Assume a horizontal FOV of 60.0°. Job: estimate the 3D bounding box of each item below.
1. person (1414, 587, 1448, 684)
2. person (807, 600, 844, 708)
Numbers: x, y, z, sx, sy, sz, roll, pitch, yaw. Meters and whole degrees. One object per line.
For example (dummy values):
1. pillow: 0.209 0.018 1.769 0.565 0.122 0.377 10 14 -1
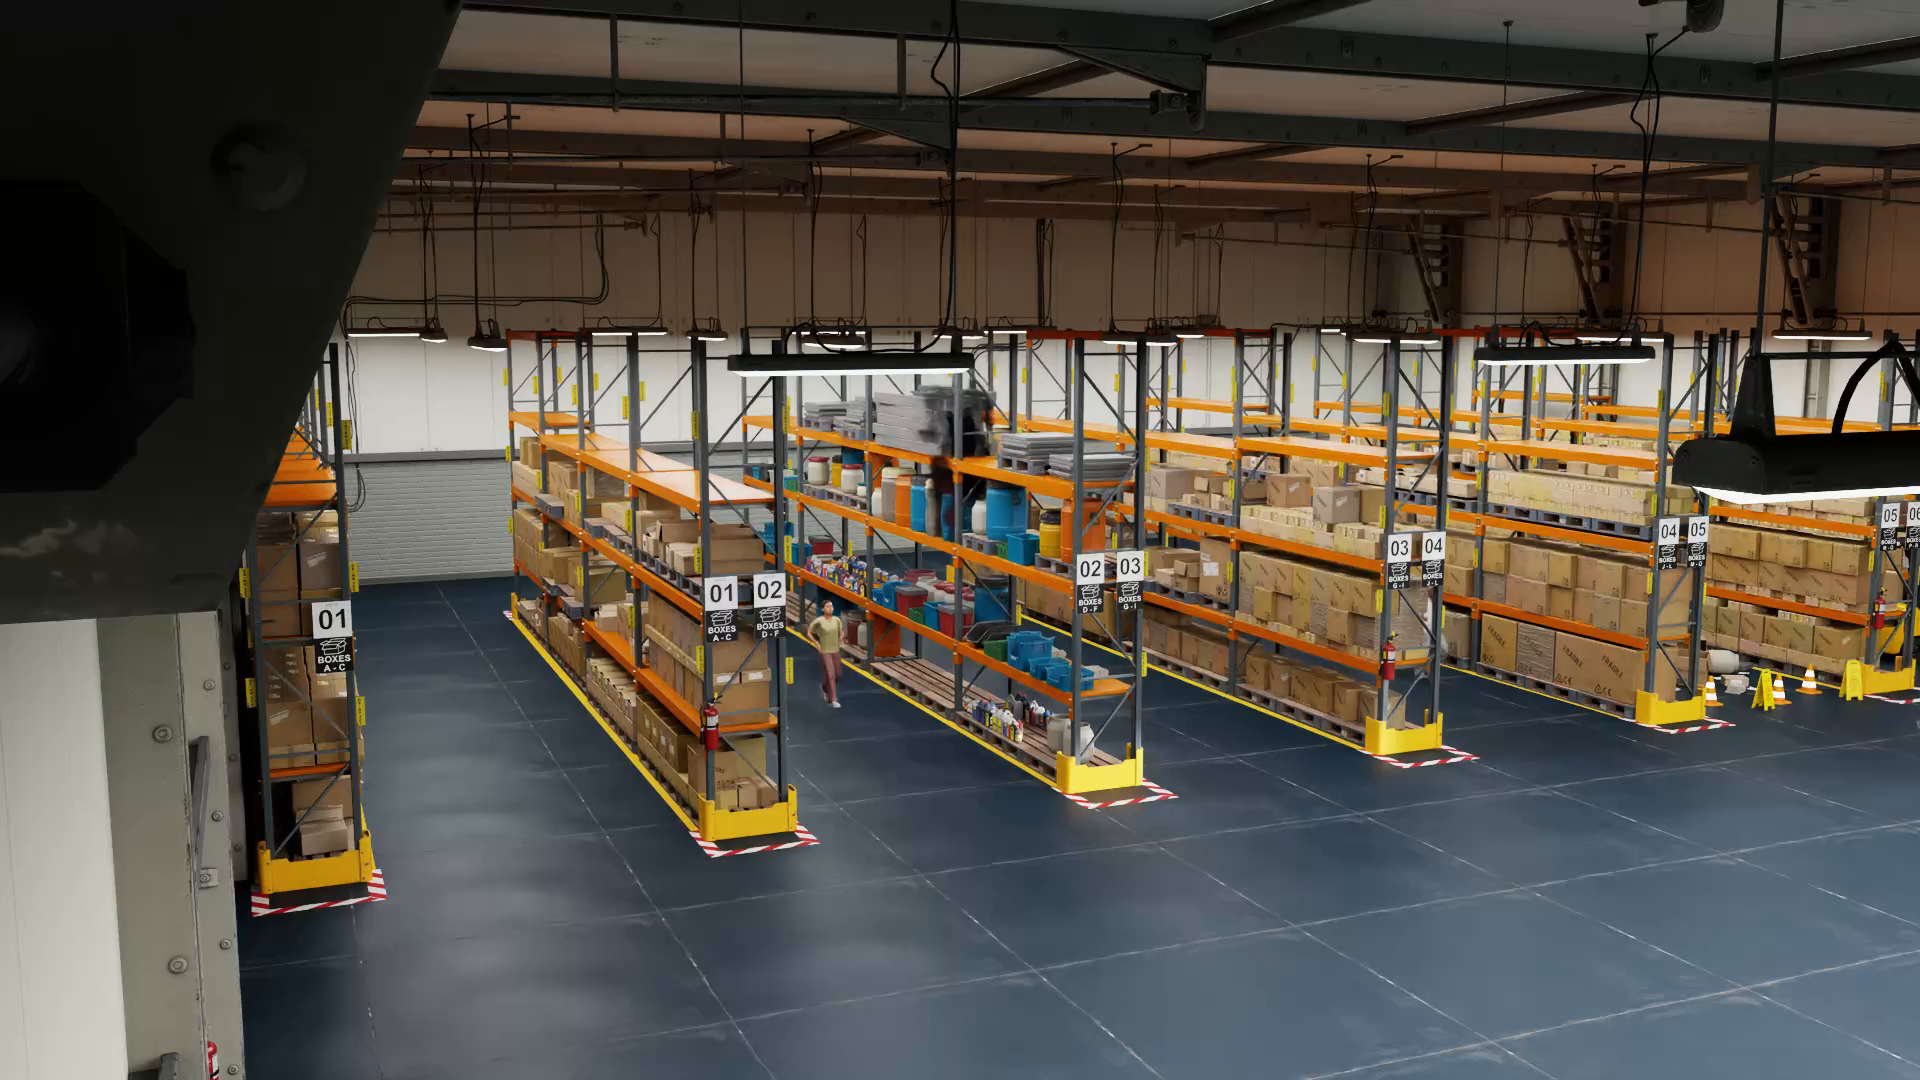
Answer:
1. person: 8.087 1.594 28.524 0.672 1.815 0.718 -3 8 -22
2. person: -2.031 1.738 25.691 0.588 1.645 0.727 -5 9 -31
